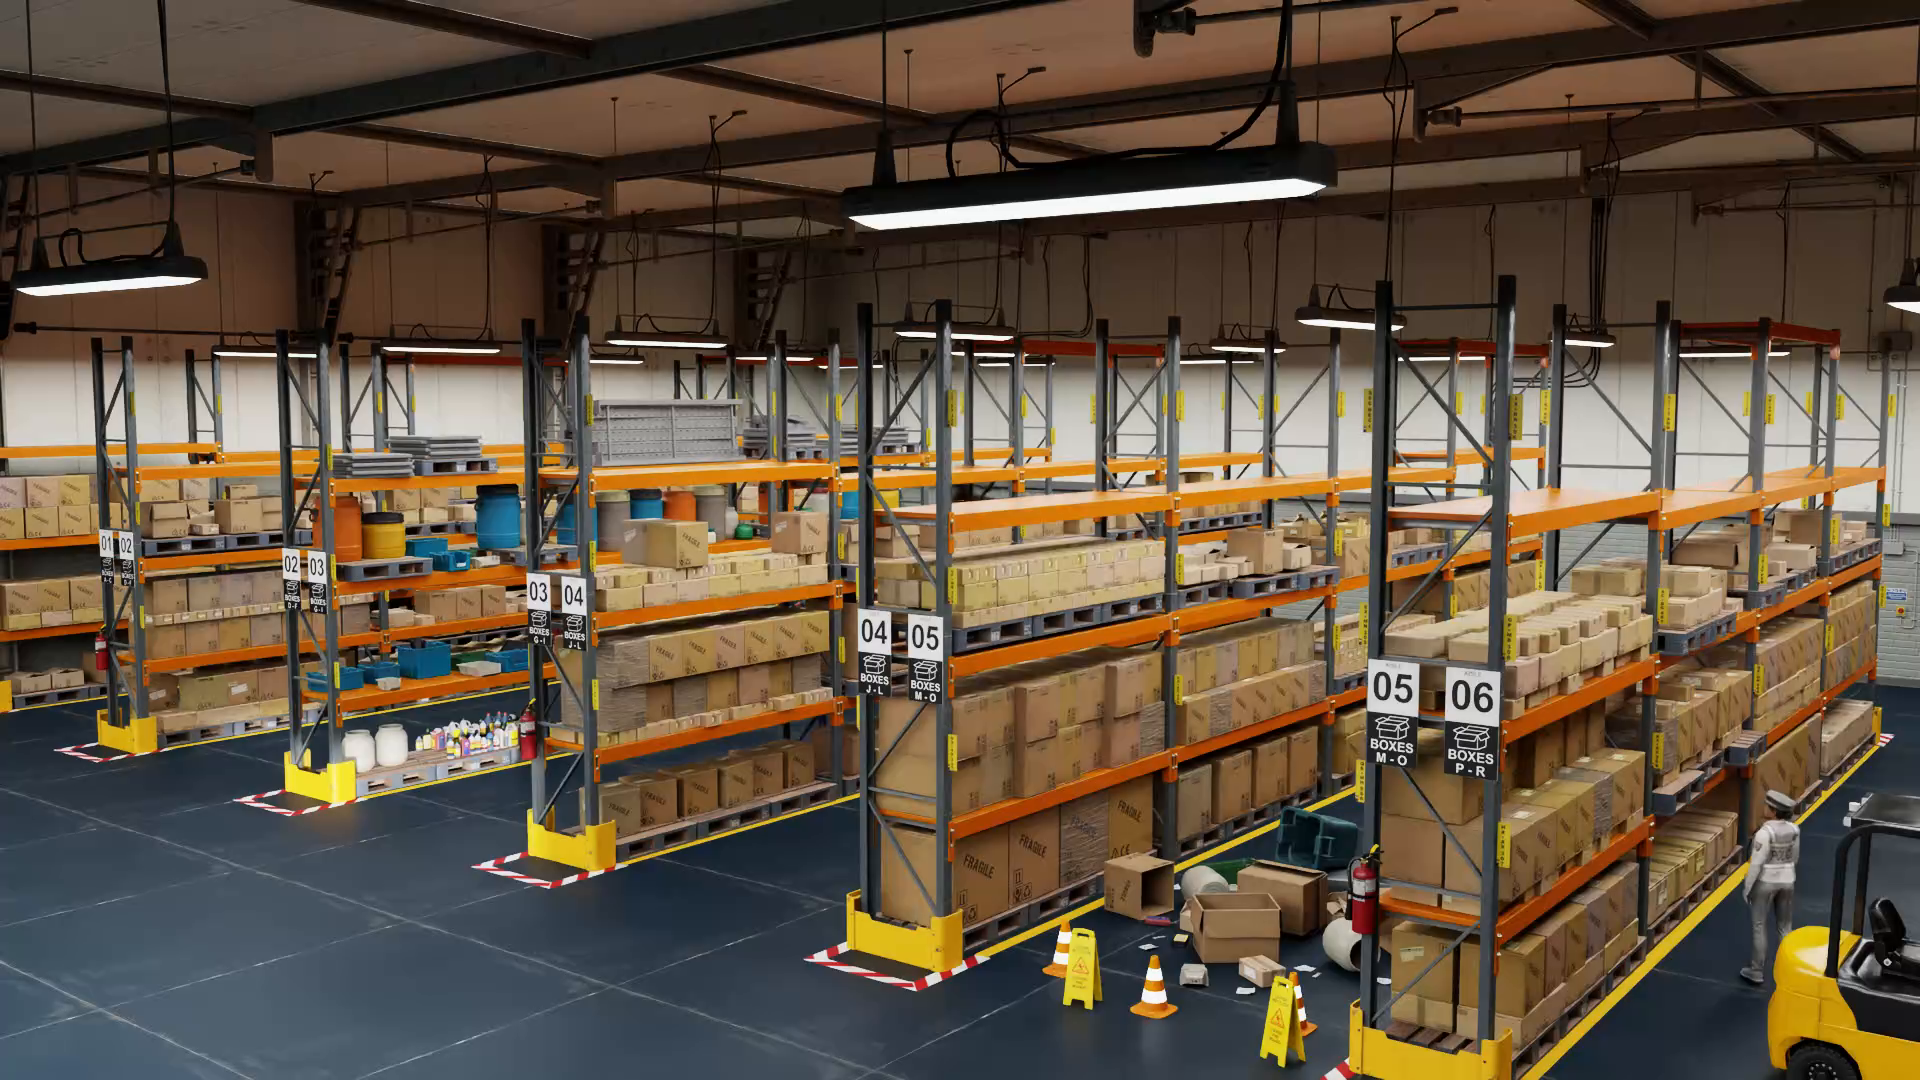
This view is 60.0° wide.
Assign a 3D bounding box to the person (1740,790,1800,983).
[{"bbox_3d":[7.156,3.068,14.696,0.515,1.743,0.370,-1,5,-6],"label":"person"}]

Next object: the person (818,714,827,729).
[{"bbox_3d":[-1.947,2.041,24.497,0.501,1.701,0.387,-3,6,-28],"label":"person"}]
